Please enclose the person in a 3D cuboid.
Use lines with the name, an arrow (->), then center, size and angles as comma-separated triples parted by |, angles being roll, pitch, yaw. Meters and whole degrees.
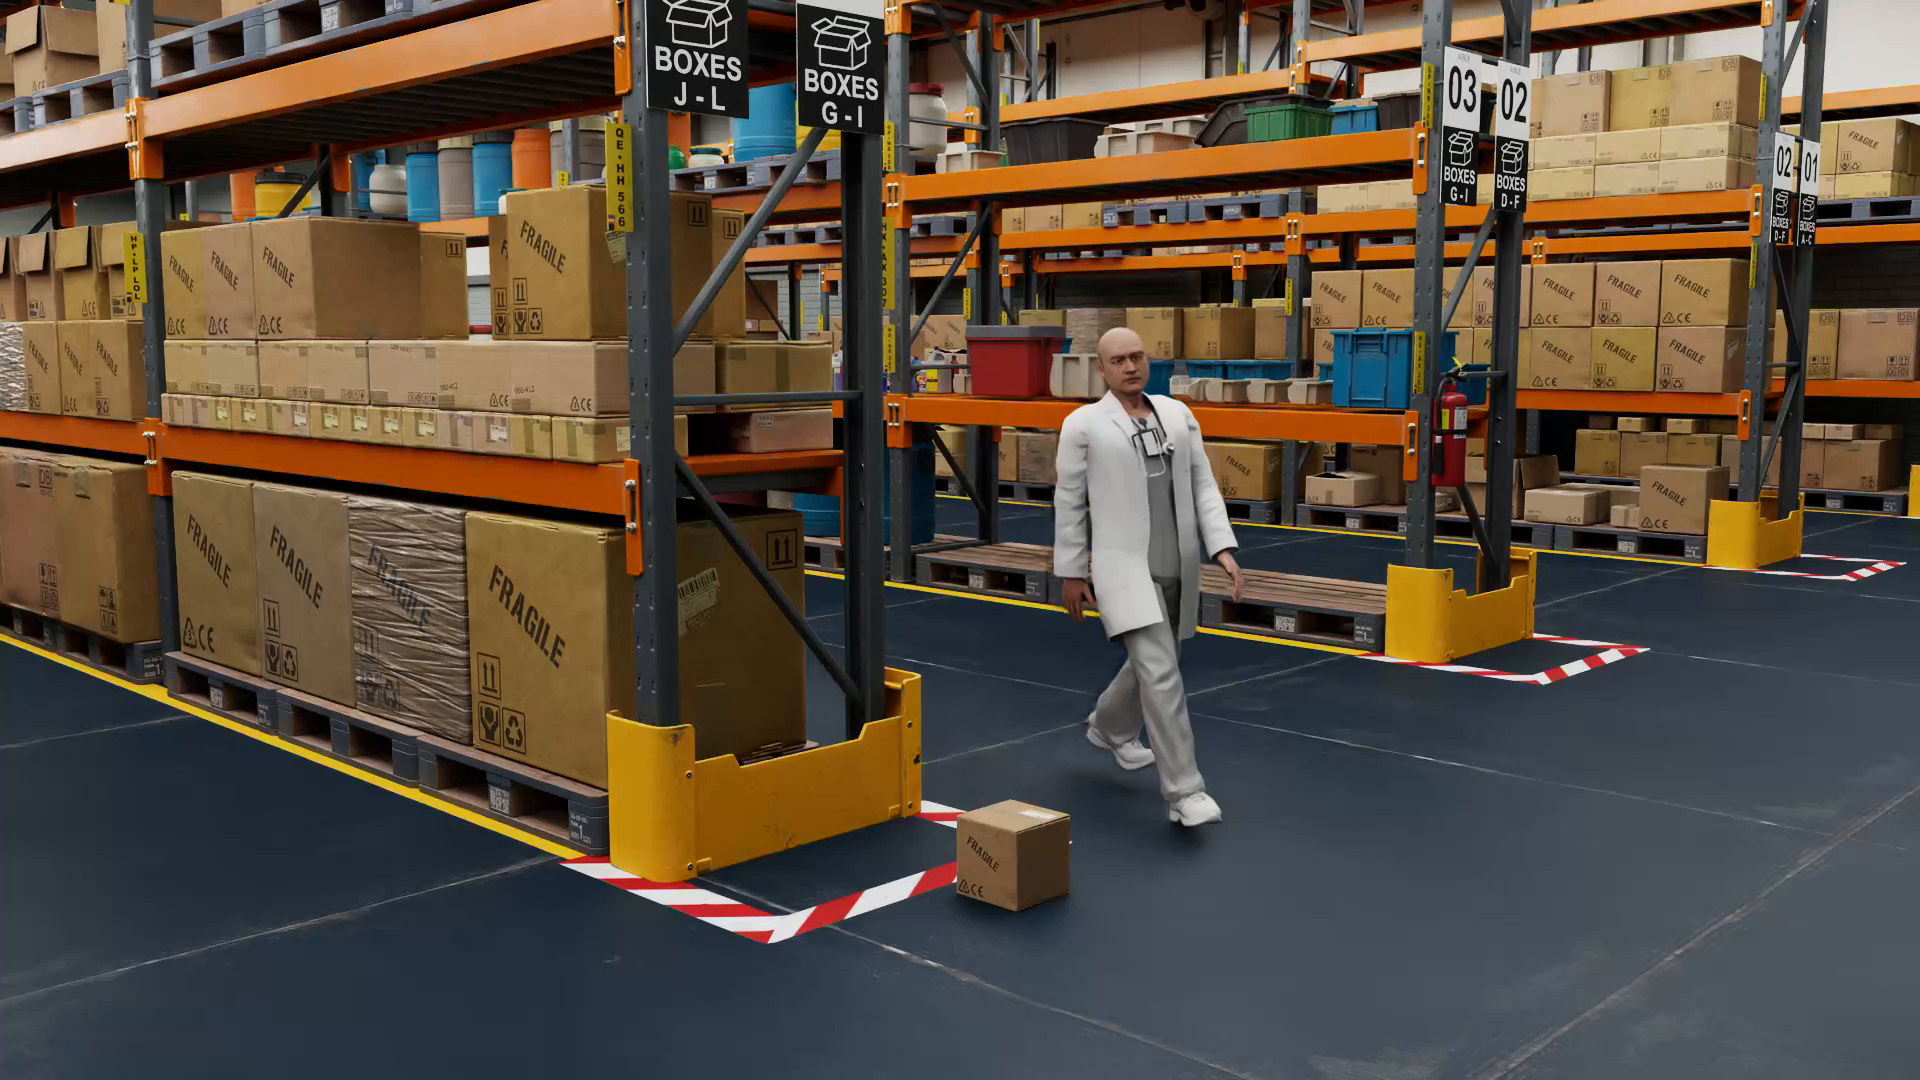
person -> 0.671, 0.104, 5.990 | 0.594, 1.732, 1.076 | -3, 8, -25
